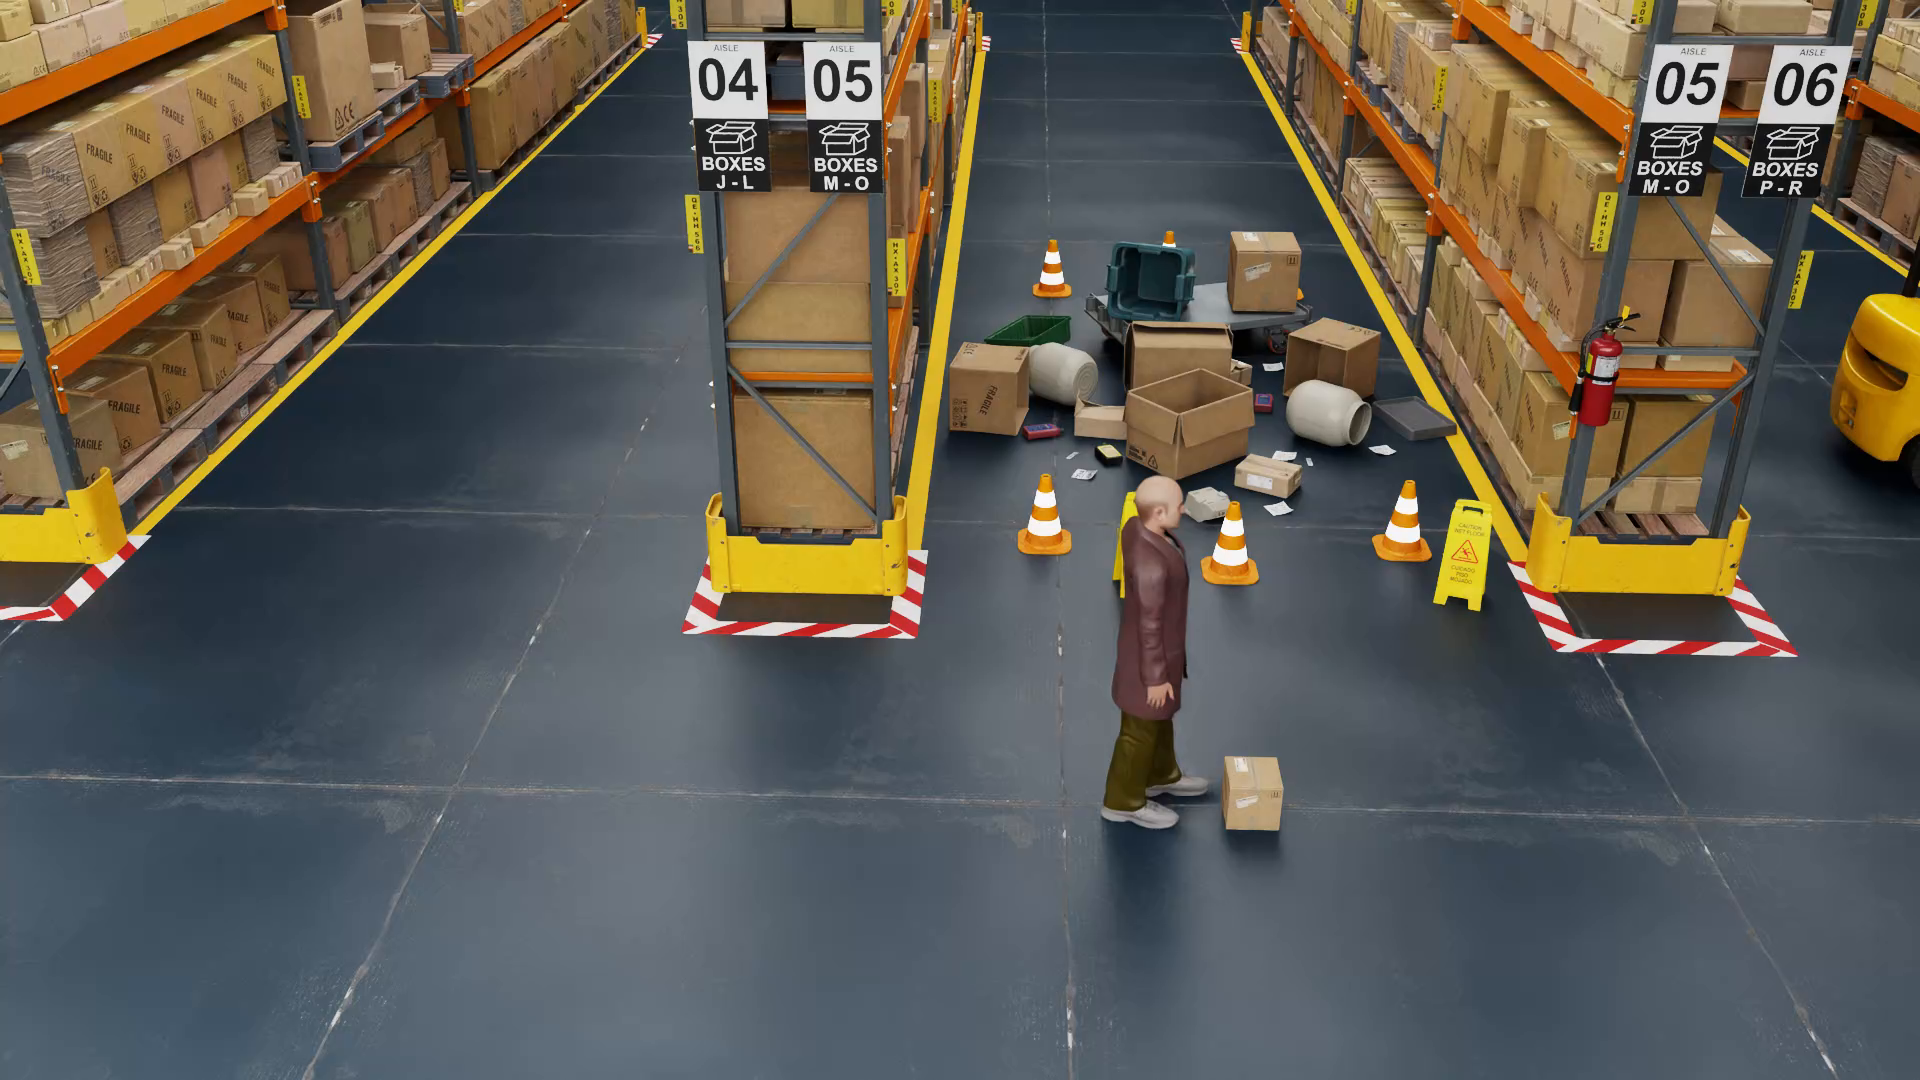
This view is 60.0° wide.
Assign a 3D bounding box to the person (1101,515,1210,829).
[{"bbox_3d":[0.950,0.612,7.673,0.544,1.581,0.611,1,28,2],"label":"person"}]
